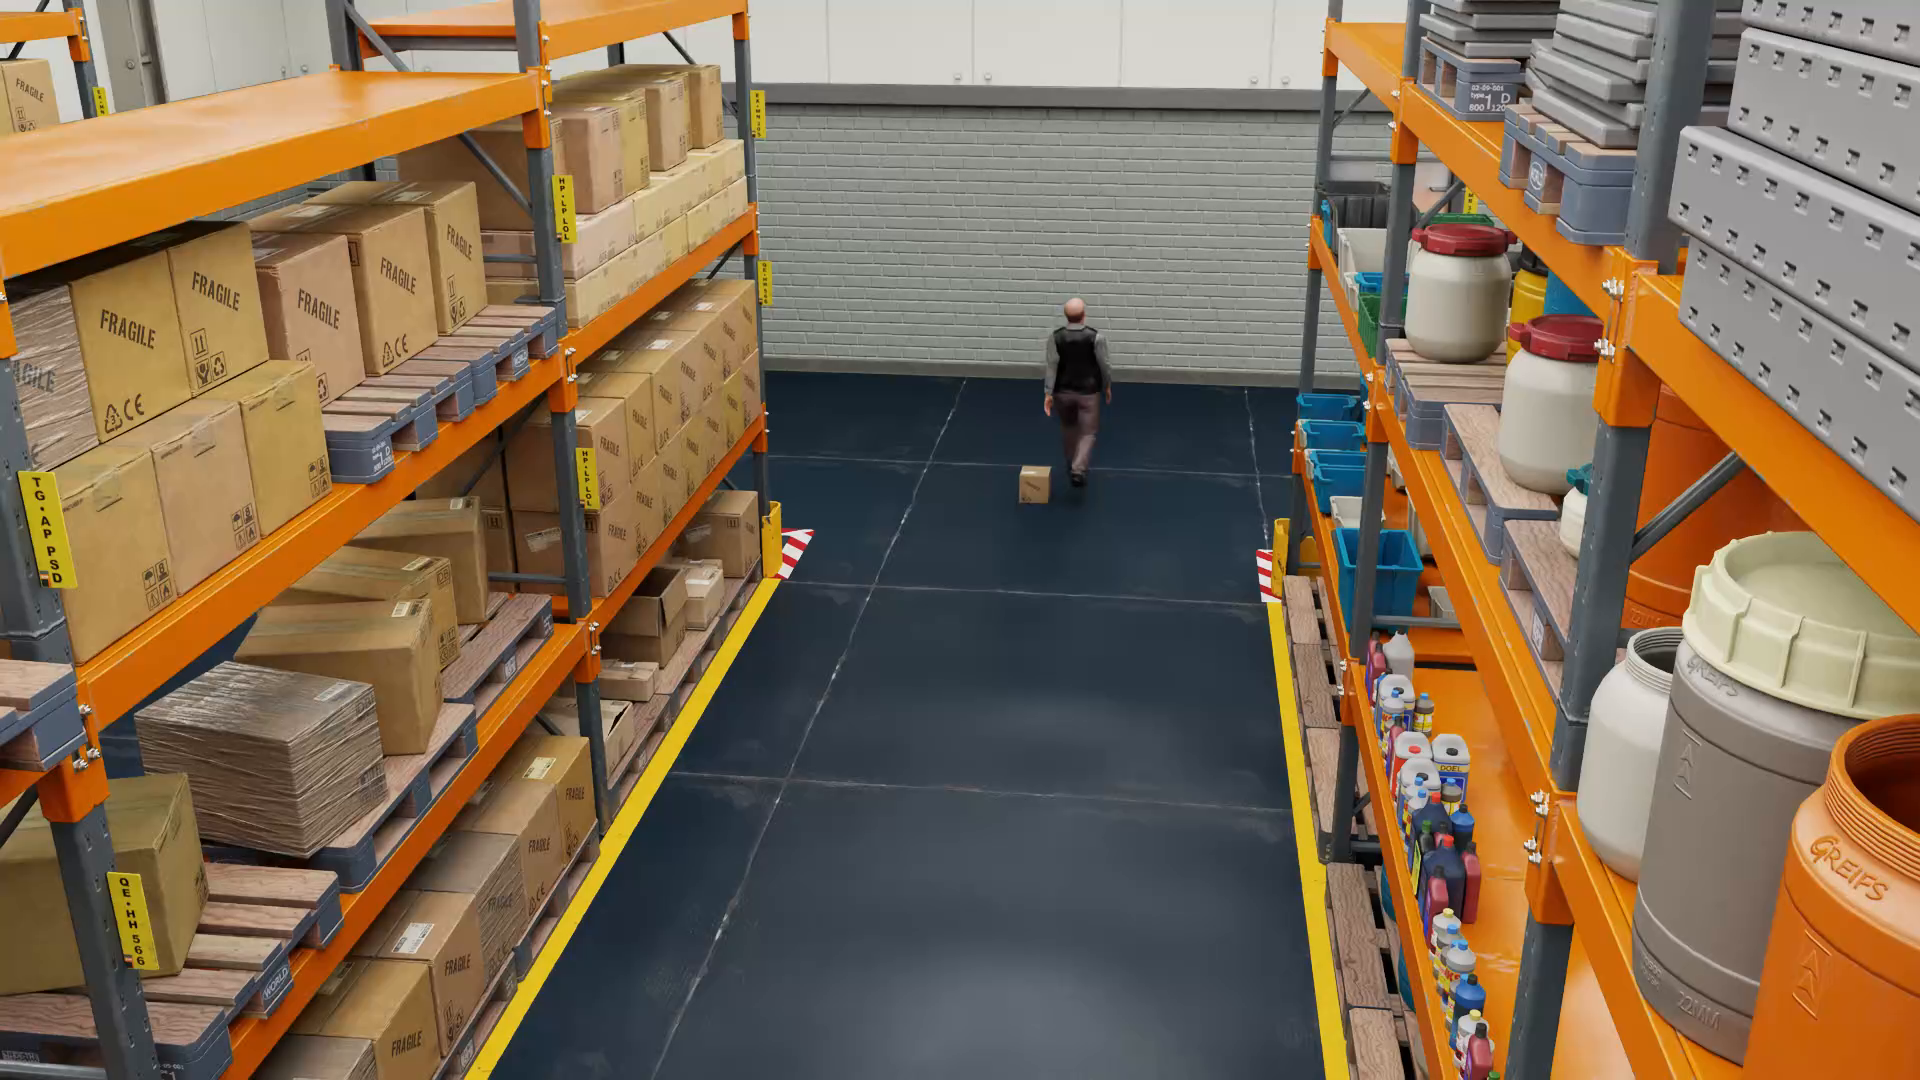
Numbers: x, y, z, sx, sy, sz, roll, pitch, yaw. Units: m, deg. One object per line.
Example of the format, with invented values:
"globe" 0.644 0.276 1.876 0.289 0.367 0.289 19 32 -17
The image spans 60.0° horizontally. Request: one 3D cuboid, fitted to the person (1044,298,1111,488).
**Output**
"person" 1.026 -1.281 14.461 0.554 1.679 0.979 6 22 14
